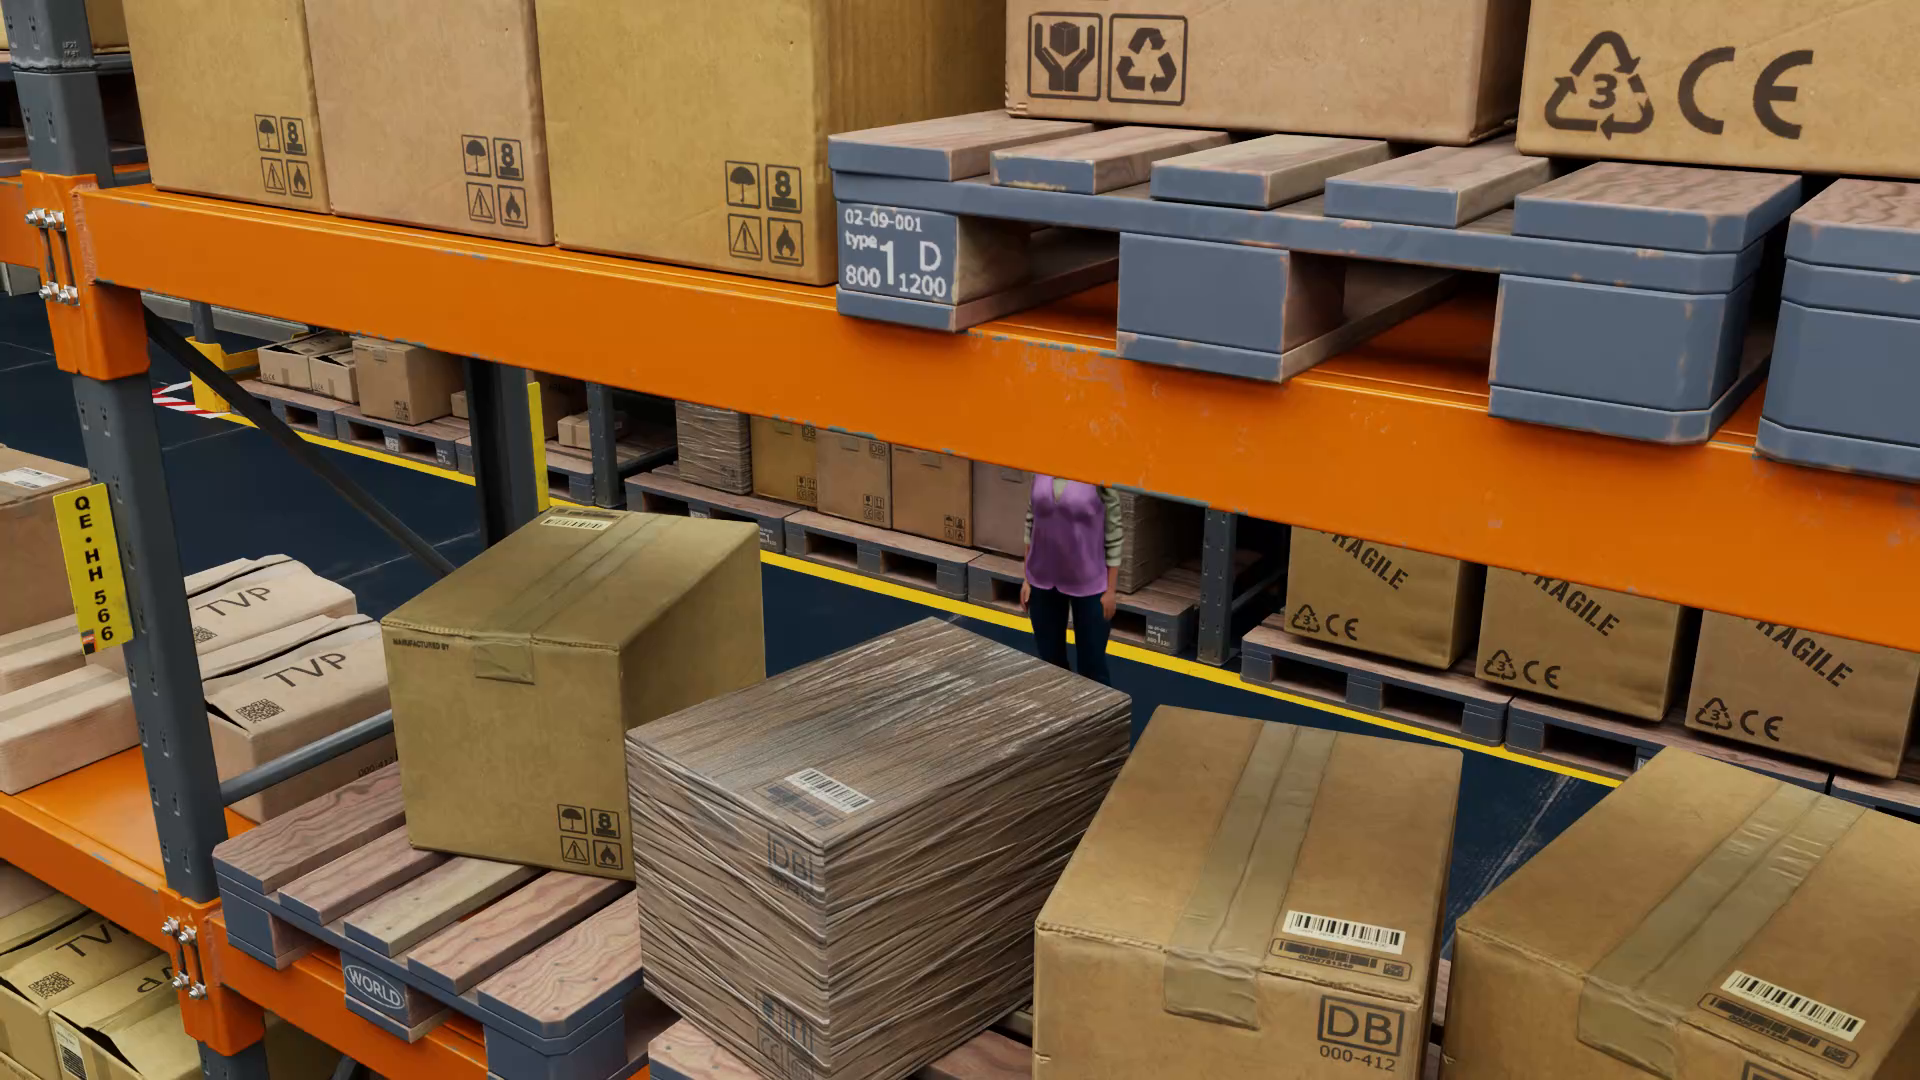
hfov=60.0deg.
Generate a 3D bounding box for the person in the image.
[{"bbox_3d":[0.441,0.179,6.540,0.415,1.610,0.312,11,23,27],"label":"person"}]
